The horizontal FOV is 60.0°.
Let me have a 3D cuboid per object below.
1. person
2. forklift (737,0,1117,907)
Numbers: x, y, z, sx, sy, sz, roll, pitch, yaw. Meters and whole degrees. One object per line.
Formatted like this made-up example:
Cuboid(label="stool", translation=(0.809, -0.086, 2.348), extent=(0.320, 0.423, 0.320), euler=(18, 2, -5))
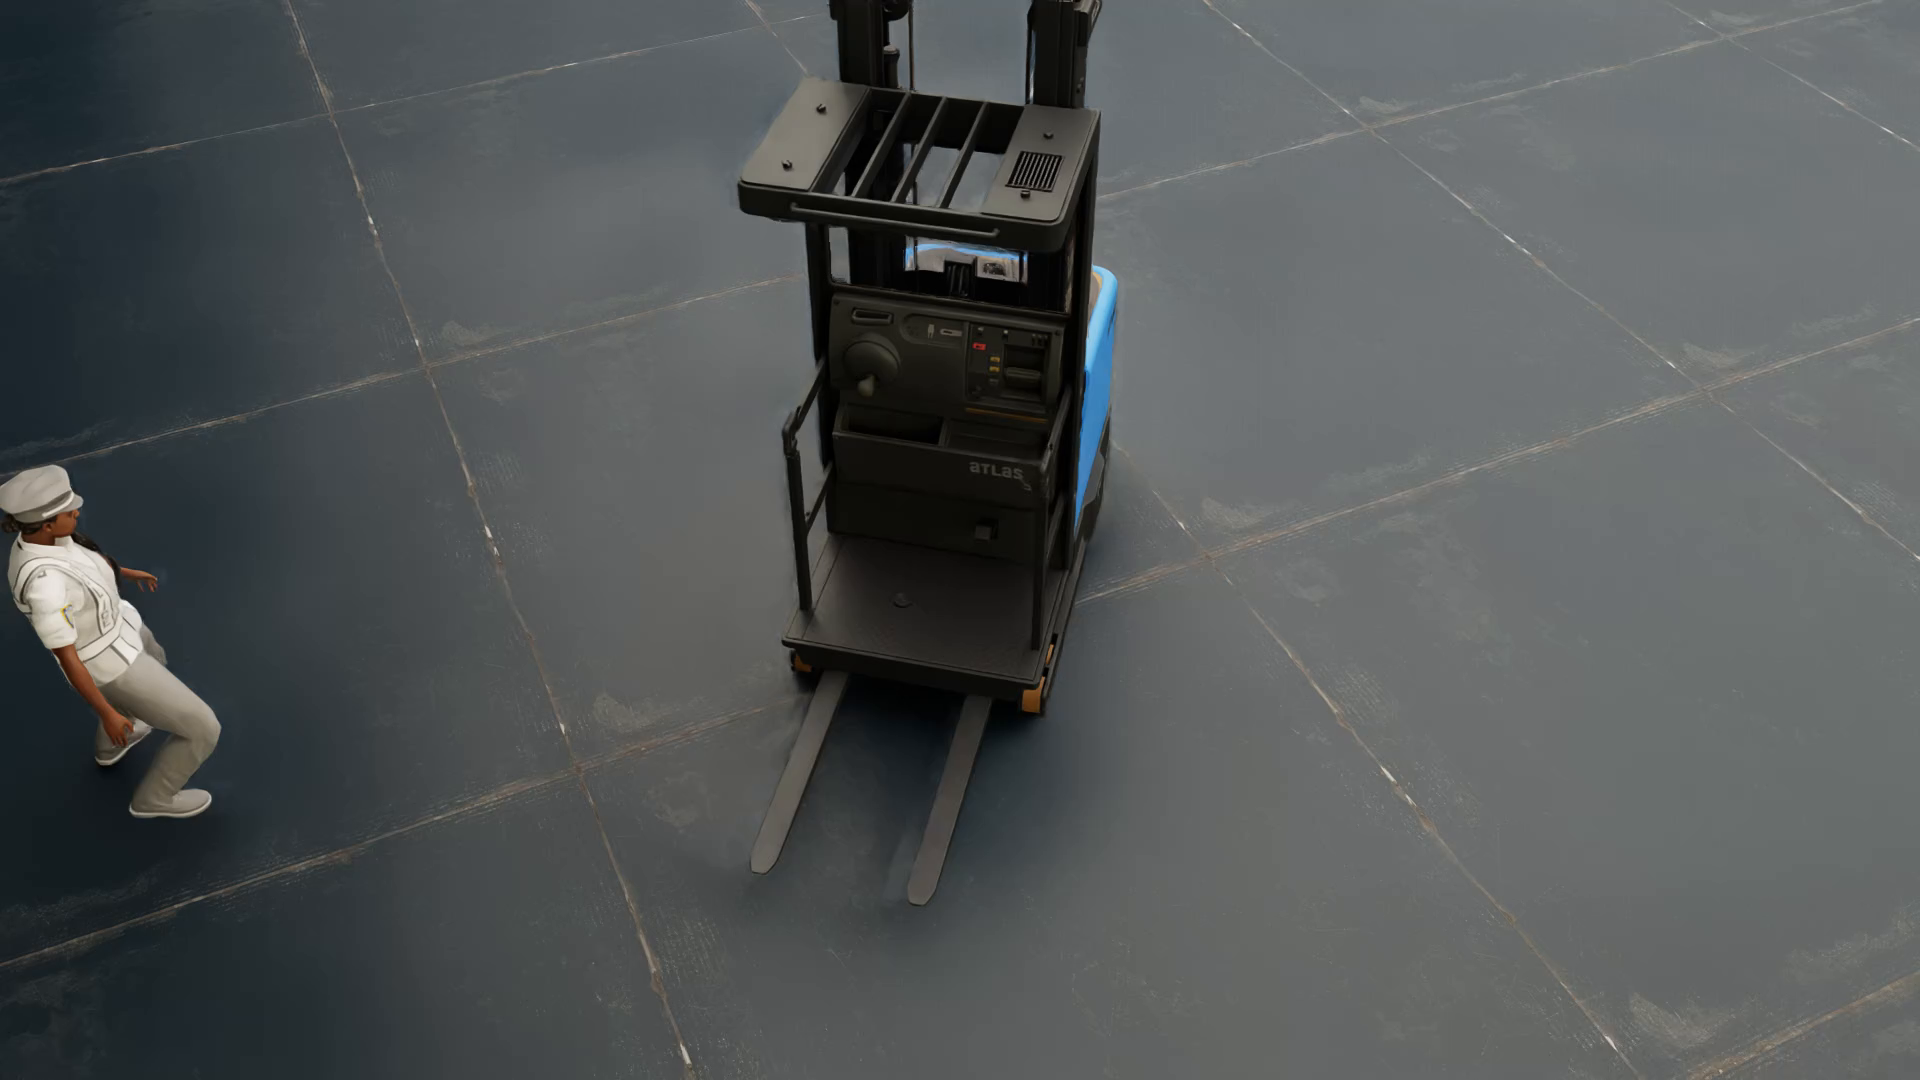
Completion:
Cuboid(label="person", translation=(-3.206, 0.402, 6.279), extent=(0.581, 1.560, 0.850), euler=(-16, 45, -17))
Cuboid(label="forklift", translation=(-0.107, -0.628, 6.353), extent=(1.130, 2.935, 3.031), euler=(9, 44, 10))
